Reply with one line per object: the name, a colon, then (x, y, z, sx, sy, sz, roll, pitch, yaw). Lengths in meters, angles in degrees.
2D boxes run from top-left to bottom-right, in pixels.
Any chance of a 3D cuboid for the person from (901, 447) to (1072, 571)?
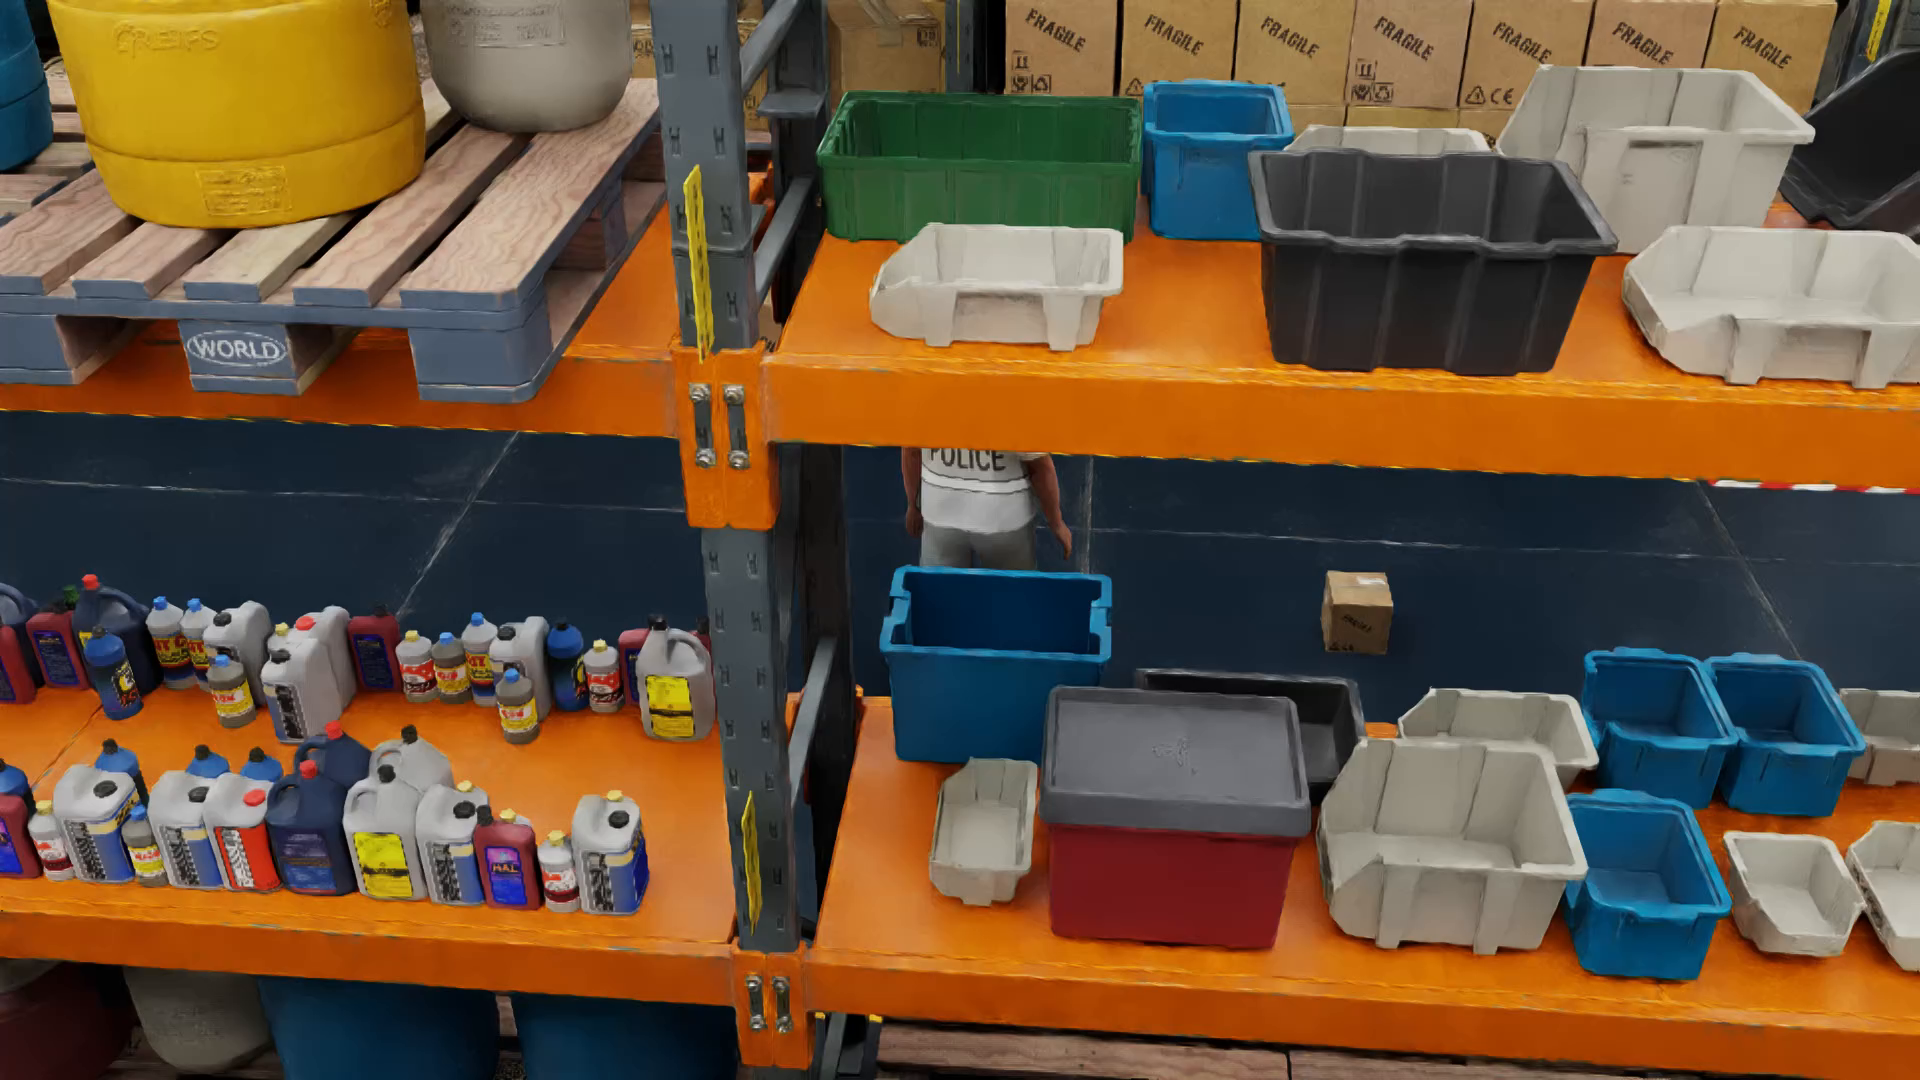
person: (0.103, -0.122, 6.276, 0.672, 1.752, 0.585, 8, 33, 13)
